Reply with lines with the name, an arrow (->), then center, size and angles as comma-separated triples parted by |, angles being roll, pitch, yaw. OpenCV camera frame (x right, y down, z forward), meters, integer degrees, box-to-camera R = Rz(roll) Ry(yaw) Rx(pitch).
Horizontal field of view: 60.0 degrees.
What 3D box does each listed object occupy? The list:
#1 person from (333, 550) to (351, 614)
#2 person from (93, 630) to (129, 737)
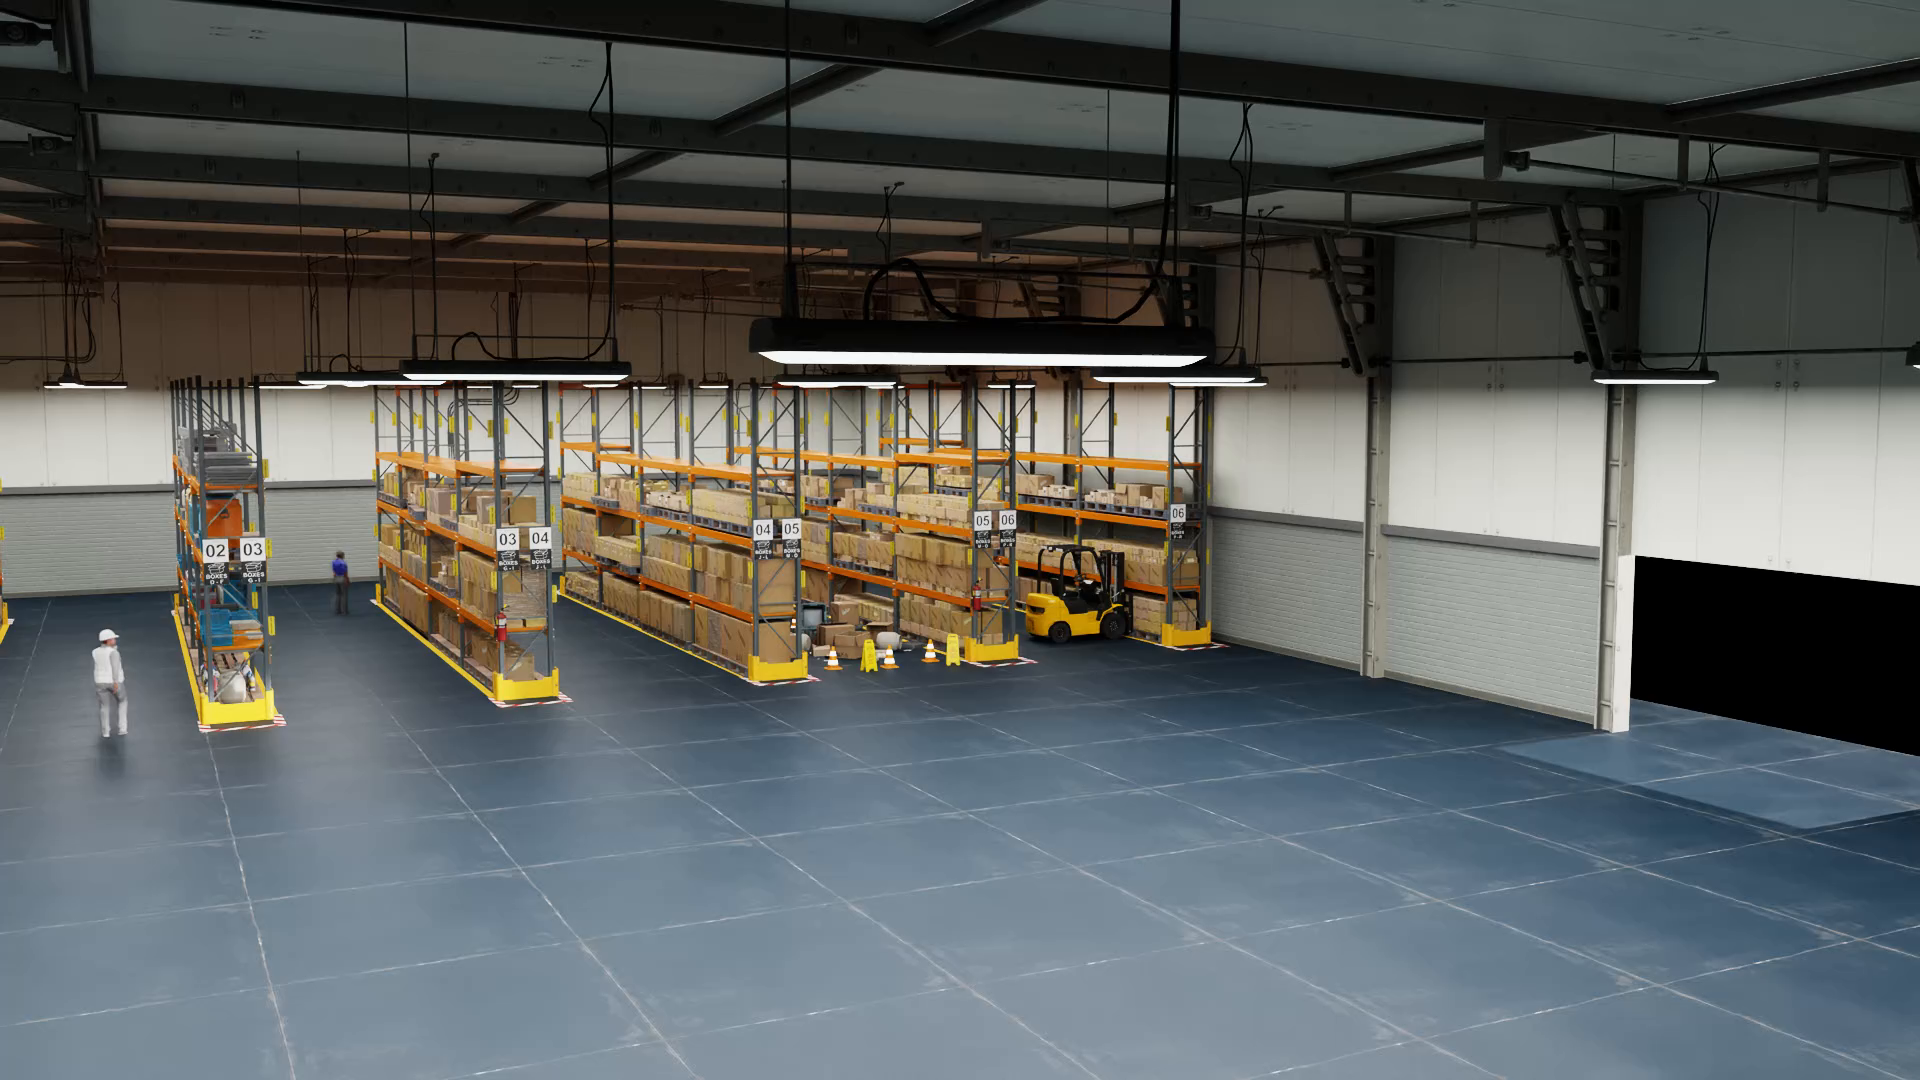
person -> -15.926, 1.091, 42.910 | 0.510, 1.675, 0.378 | 3, 6, 33
person -> -14.138, 2.401, 27.635 | 0.478, 1.835, 0.571 | -1, 5, -10
